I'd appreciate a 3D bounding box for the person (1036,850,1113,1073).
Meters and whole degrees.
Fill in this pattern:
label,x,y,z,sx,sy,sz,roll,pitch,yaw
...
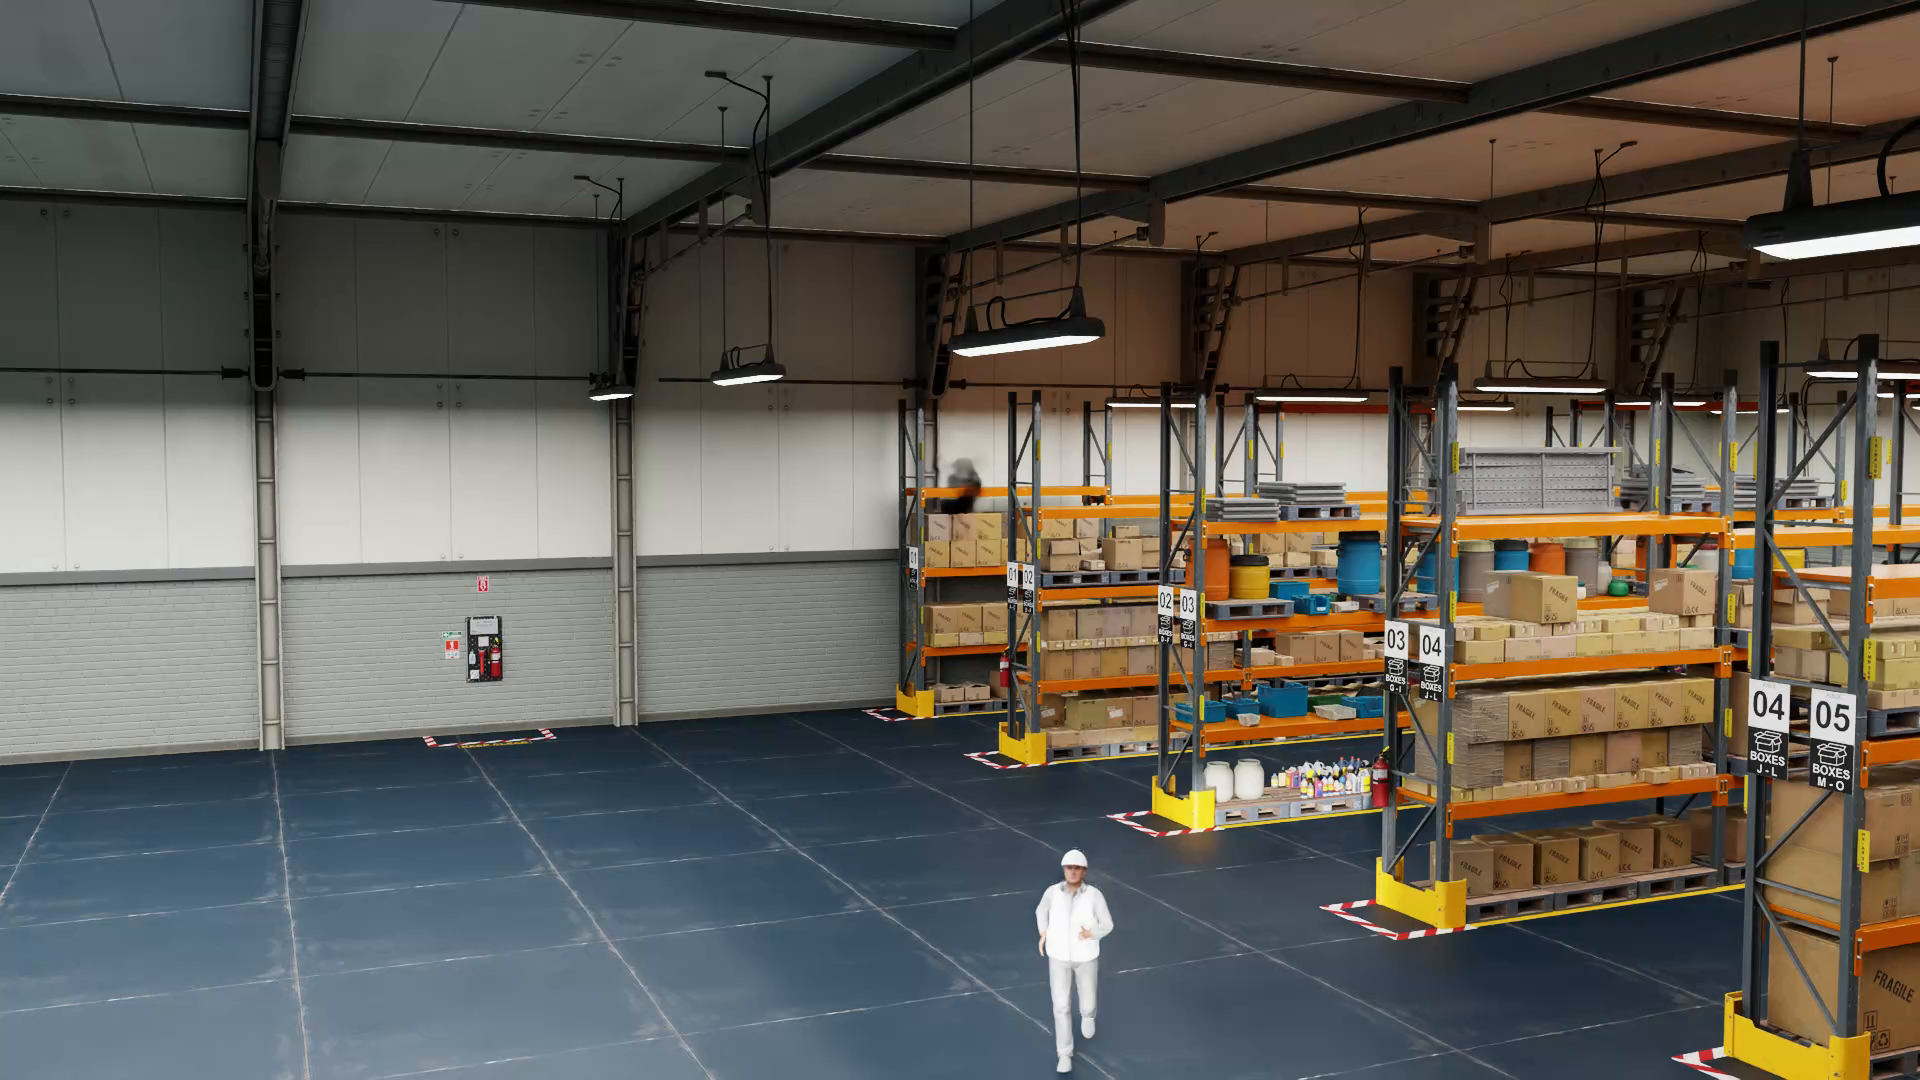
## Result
label,x,y,z,sx,sy,sz,roll,pitch,yaw
person,0.946,3.468,13.917,0.669,1.748,0.895,1,3,10
